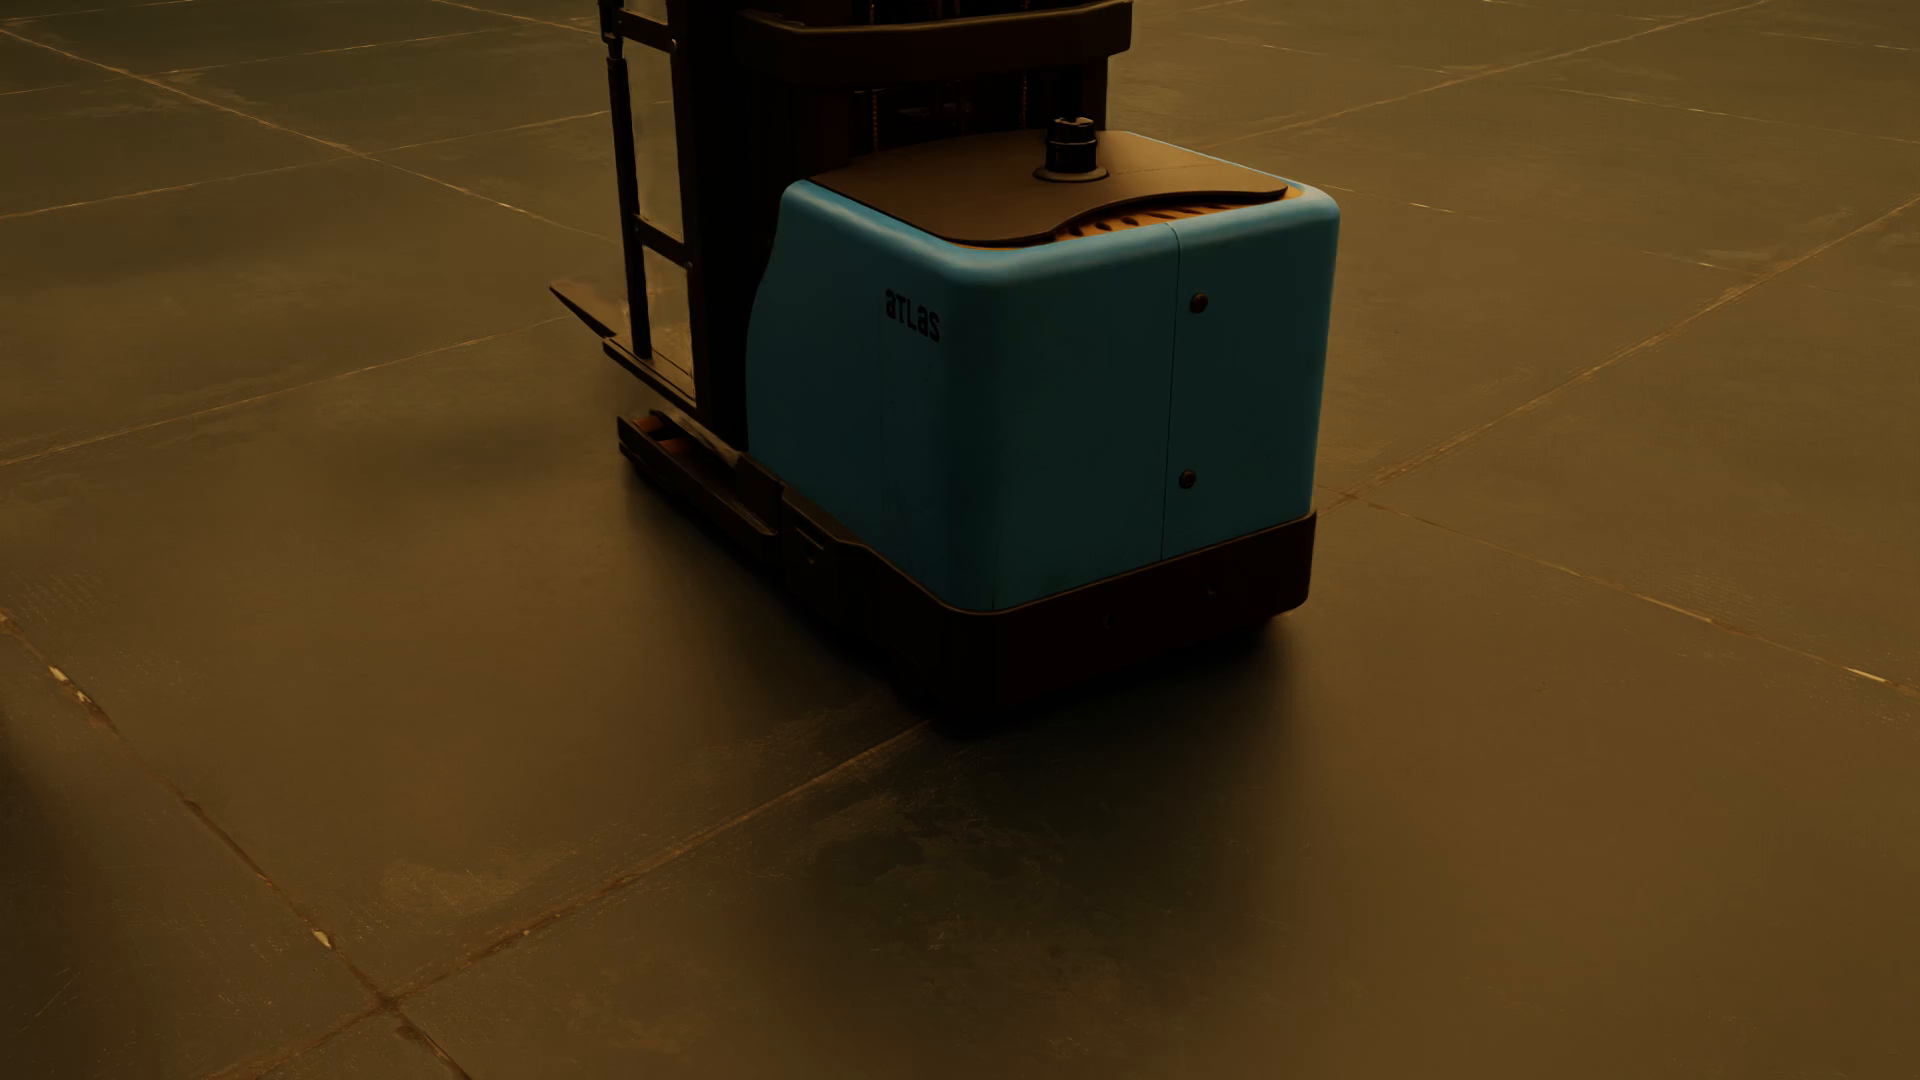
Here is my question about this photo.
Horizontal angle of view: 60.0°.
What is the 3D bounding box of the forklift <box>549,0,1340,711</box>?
[{"bbox_3d":[-0.359,-1.546,4.367,1.130,2.935,3.031,-16,30,-29],"label":"forklift"}]
